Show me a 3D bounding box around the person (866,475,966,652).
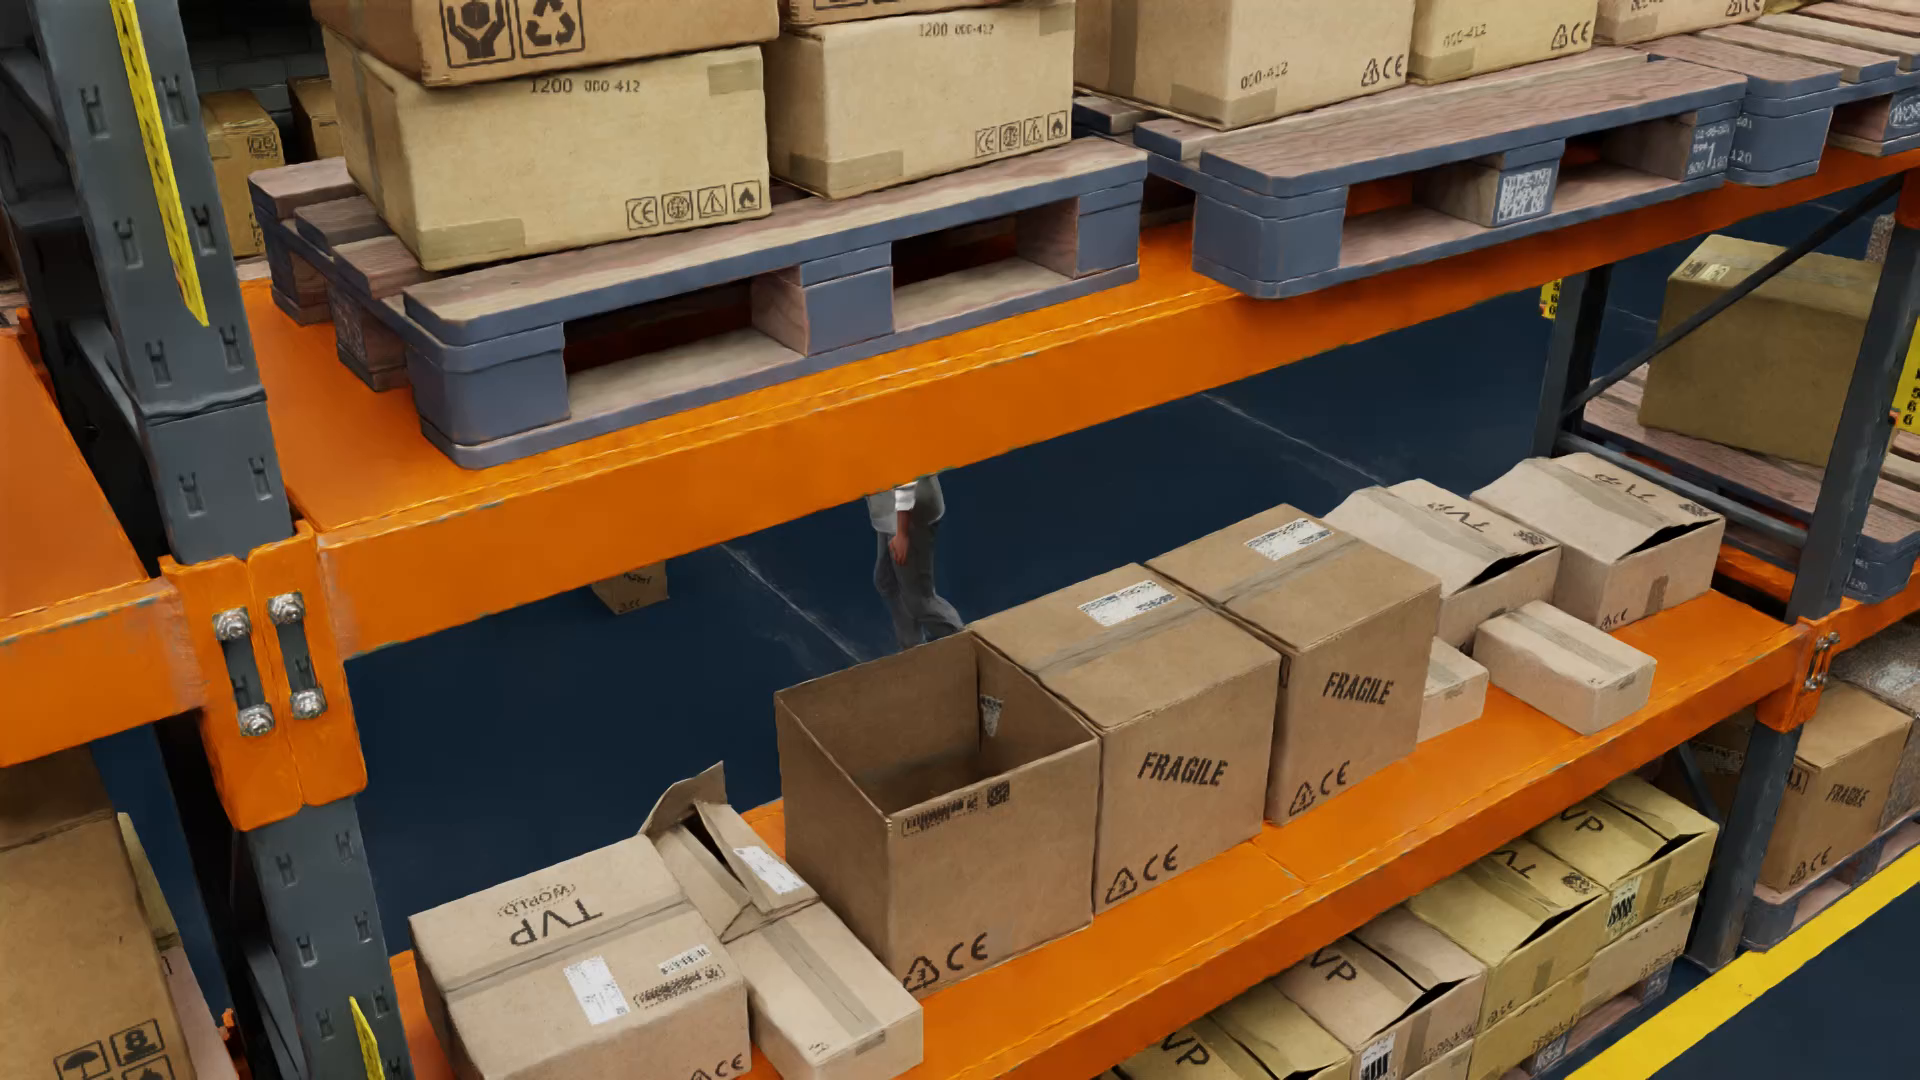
[{"bbox_3d":[-0.135,-0.093,6.308,0.507,1.587,0.459,0,29,0],"label":"person"}]
